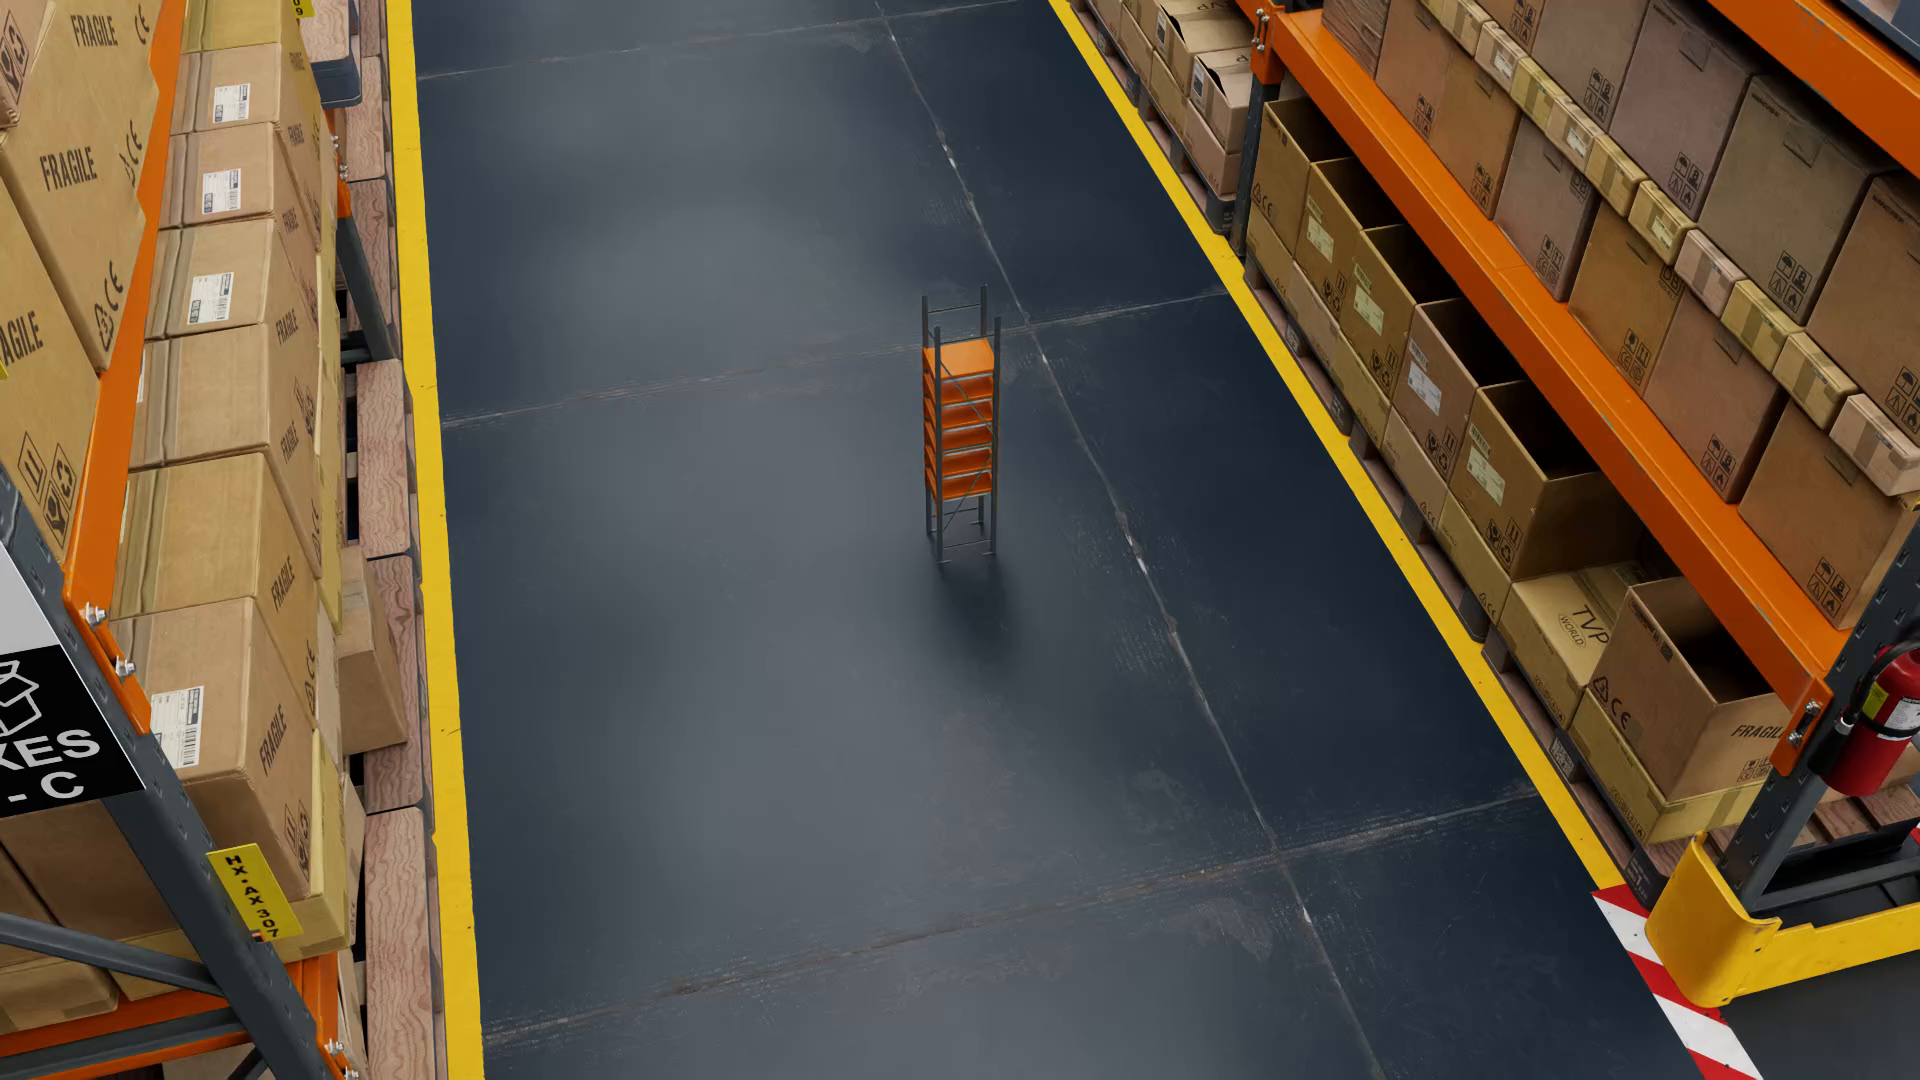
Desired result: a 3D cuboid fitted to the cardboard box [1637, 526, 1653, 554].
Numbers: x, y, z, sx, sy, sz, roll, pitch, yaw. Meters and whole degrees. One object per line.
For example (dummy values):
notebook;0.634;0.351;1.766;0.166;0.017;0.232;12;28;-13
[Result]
cardboard box;2.653;-0.338;6.087;0.500;0.500;0.500;-11;47;-10

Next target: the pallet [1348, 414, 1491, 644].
pallet;2.300;-0.177;6.776;1.003;0.211;1.213;-11;47;-10

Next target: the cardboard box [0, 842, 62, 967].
cardboard box;-2.269;0.613;3.615;0.500;0.500;0.500;-11;47;-11

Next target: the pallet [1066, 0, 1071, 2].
pallet;0.970;-3.764;10.291;1.003;0.211;1.213;-11;47;-10

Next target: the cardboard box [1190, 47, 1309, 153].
cardboard box;1.440;-2.162;8.007;0.500;0.311;0.500;-11;47;-10

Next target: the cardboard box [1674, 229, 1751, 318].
cardboard box;2.367;-0.814;4.923;0.380;0.149;0.250;-10;46;-10

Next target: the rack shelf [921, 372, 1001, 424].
rack shelf;0.004;-0.547;6.172;0.258;0.103;0.180;-11;47;-10

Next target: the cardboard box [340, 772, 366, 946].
cardboard box;-2.179;1.016;5.229;0.500;0.311;0.500;-7;46;-7

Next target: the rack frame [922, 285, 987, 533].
rack frame;-0.020;-0.473;6.374;0.240;1.200;0.006;-11;47;-10

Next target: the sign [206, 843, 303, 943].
sign;-1.418;0.714;3.344;0.100;0.325;0.005;-11;47;-10

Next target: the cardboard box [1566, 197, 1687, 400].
cardboard box;2.477;-0.857;5.420;0.700;0.500;0.500;-10;46;-10

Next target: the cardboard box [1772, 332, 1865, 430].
cardboard box;2.495;-0.463;4.580;0.380;0.149;0.250;-10;46;-9

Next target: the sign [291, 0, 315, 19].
sign;-2.444;-2.053;6.055;0.100;0.325;0.005;-11;47;-10

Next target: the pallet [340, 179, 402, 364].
pallet;-3.167;-1.206;7.785;1.003;0.211;1.213;-11;47;-10

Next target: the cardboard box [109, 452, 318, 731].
cardboard box;-1.891;0.172;4.047;0.500;0.500;0.500;-11;47;-10

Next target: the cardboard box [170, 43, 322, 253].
cardboard box;-2.413;-1.249;5.440;0.500;0.500;0.500;-11;47;-11

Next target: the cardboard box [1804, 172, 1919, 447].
cardboard box;2.724;-0.642;4.301;0.700;0.500;0.500;-11;47;-10

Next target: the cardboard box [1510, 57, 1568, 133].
cardboard box;2.103;-1.526;5.621;0.380;0.149;0.250;-11;47;-11

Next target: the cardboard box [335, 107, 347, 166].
cardboard box;-3.443;-2.137;8.186;0.700;0.500;0.500;-10;46;-10

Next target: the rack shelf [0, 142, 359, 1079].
rack shelf;-2.455;-0.013;5.166;1.077;0.370;4.000;-11;47;-10

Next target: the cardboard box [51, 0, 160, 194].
cardboard box;-2.026;-0.987;3.433;0.500;0.500;0.500;-9;46;-8

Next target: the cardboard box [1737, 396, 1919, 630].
cardboard box;2.738;-0.152;4.728;0.700;0.500;0.500;-11;47;-10

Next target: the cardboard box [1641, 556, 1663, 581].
cardboard box;2.791;0.268;6.018;0.500;0.250;0.500;-11;47;-10

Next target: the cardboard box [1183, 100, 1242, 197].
cardboard box;1.435;-1.971;8.213;0.500;0.250;0.500;-11;47;-11

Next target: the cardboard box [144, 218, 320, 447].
cardboard box;-2.161;-0.540;4.745;0.500;0.500;0.500;-9;46;-9

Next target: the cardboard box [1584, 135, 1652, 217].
cardboard box;2.230;-1.177;5.279;0.380;0.149;0.250;-10;46;-9

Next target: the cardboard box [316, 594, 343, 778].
cardboard box;-1.907;0.411;4.338;0.500;0.250;0.500;-12;47;-12

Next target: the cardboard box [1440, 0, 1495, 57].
cardboard box;1.965;-1.890;5.977;0.380;0.149;0.250;-12;47;-12

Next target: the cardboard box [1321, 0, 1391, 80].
cardboard box;1.941;-2.283;6.817;0.700;0.500;0.500;-12;47;-11

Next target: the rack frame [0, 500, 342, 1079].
rack frame;-1.943;1.116;3.556;1.000;3.000;0.127;-11;47;-10

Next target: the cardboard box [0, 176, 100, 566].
cardboard box;-1.787;-0.252;2.713;0.500;0.500;0.500;-10;46;-9

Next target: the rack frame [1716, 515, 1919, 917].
rack frame;2.845;0.208;4.446;1.000;3.000;0.127;-11;47;-10

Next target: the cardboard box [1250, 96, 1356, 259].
cardboard box;1.637;-1.623;7.347;0.500;0.500;0.500;-11;47;-10

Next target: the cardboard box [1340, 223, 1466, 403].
cardboard box;1.893;-0.933;6.670;0.500;0.500;0.500;-11;47;-10

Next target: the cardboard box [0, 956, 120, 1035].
cardboard box;-2.250;0.875;3.884;0.500;0.250;0.500;-10;46;-10

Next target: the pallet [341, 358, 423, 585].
pallet;-2.760;-0.212;6.810;1.003;0.211;1.213;-11;47;-10

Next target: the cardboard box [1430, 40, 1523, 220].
cardboard box;2.207;-1.573;6.122;0.700;0.500;0.500;-10;46;-10

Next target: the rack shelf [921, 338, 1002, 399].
rack shelf;0.004;-0.631;6.086;0.258;0.103;0.180;-11;47;-10

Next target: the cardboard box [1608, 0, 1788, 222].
cardboard box;2.455;-1.352;4.997;0.700;0.500;0.500;-11;47;-10

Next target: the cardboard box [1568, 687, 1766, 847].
cardboard box;2.422;0.707;5.588;0.500;0.250;0.500;-11;47;-10

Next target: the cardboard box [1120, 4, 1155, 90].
cardboard box;1.175;-2.674;8.902;0.500;0.250;0.500;-10;46;-9

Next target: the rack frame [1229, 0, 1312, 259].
rack frame;1.821;-2.554;7.152;1.000;3.000;0.127;-11;47;-10

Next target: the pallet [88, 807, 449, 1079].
pallet;-2.136;1.473;5.159;1.003;0.211;1.213;-11;47;-10

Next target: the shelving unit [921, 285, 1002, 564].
shelving unit;0.004;-0.410;6.312;0.258;1.200;0.189;-11;47;-10

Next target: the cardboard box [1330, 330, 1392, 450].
cardboard box;1.893;-0.670;6.938;0.500;0.250;0.500;-11;47;-10

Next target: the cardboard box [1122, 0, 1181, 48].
cardboard box;1.176;-2.865;8.696;0.500;0.311;0.500;-11;47;-10

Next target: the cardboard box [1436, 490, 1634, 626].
cardboard box;2.153;0.019;6.262;0.500;0.250;0.500;-11;47;-10

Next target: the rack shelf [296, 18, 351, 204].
rack shelf;-3.479;-2.774;7.872;1.077;0.370;4.000;-11;47;-10

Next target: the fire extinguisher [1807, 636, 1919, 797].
fire extinguisher;2.426;0.402;4.310;0.296;0.674;0.183;-11;47;-10

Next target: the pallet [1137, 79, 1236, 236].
pallet;1.595;-2.079;8.640;1.003;0.211;1.213;-11;47;-10

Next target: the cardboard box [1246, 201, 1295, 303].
cardboard box;1.647;-1.363;7.616;0.500;0.250;0.500;-11;47;-10

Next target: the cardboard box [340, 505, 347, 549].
cardboard box;-2.662;-0.215;6.303;0.500;0.500;0.500;-14;47;-13

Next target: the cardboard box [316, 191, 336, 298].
cardboard box;-2.433;-0.983;5.704;0.500;0.250;0.500;-11;47;-10

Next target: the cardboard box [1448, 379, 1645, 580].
cardboard box;2.150;-0.243;5.994;0.500;0.500;0.500;-11;47;-10

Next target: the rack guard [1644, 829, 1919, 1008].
rack guard;2.851;1.100;5.322;1.175;0.500;0.348;-11;47;-10

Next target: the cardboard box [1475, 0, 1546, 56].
cardboard box;2.199;-2.043;5.674;0.700;0.500;0.500;-11;47;-10

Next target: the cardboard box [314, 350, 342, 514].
cardboard box;-2.159;-0.291;5.026;0.500;0.250;0.500;-10;46;-10

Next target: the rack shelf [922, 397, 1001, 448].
rack shelf;0.004;-0.463;6.258;0.258;0.103;0.180;-11;47;-10
